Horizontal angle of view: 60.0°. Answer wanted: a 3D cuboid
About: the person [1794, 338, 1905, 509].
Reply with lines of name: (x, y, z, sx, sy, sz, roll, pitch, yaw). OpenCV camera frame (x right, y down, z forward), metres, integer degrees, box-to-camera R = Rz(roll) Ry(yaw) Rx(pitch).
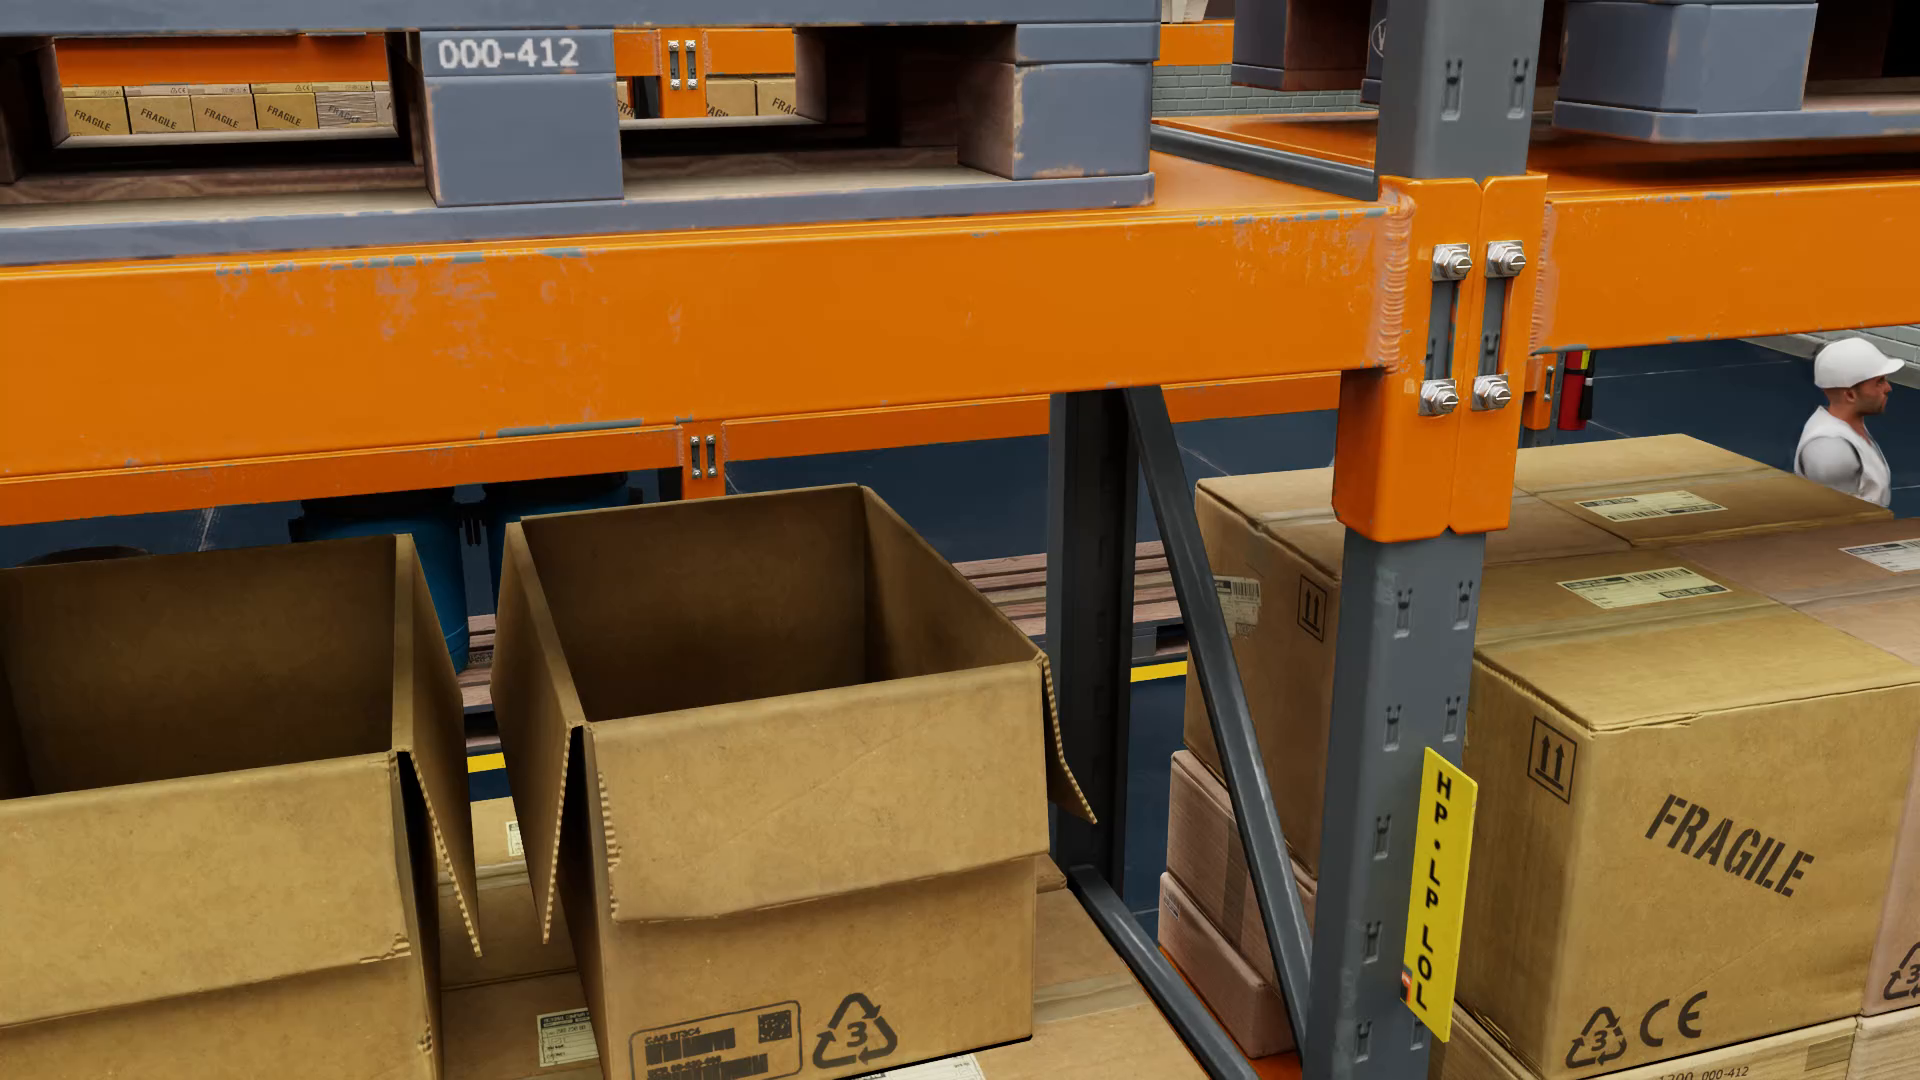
person: (3.179, 0.189, 6.002, 0.528, 1.841, 0.538, 13, 23, 33)
